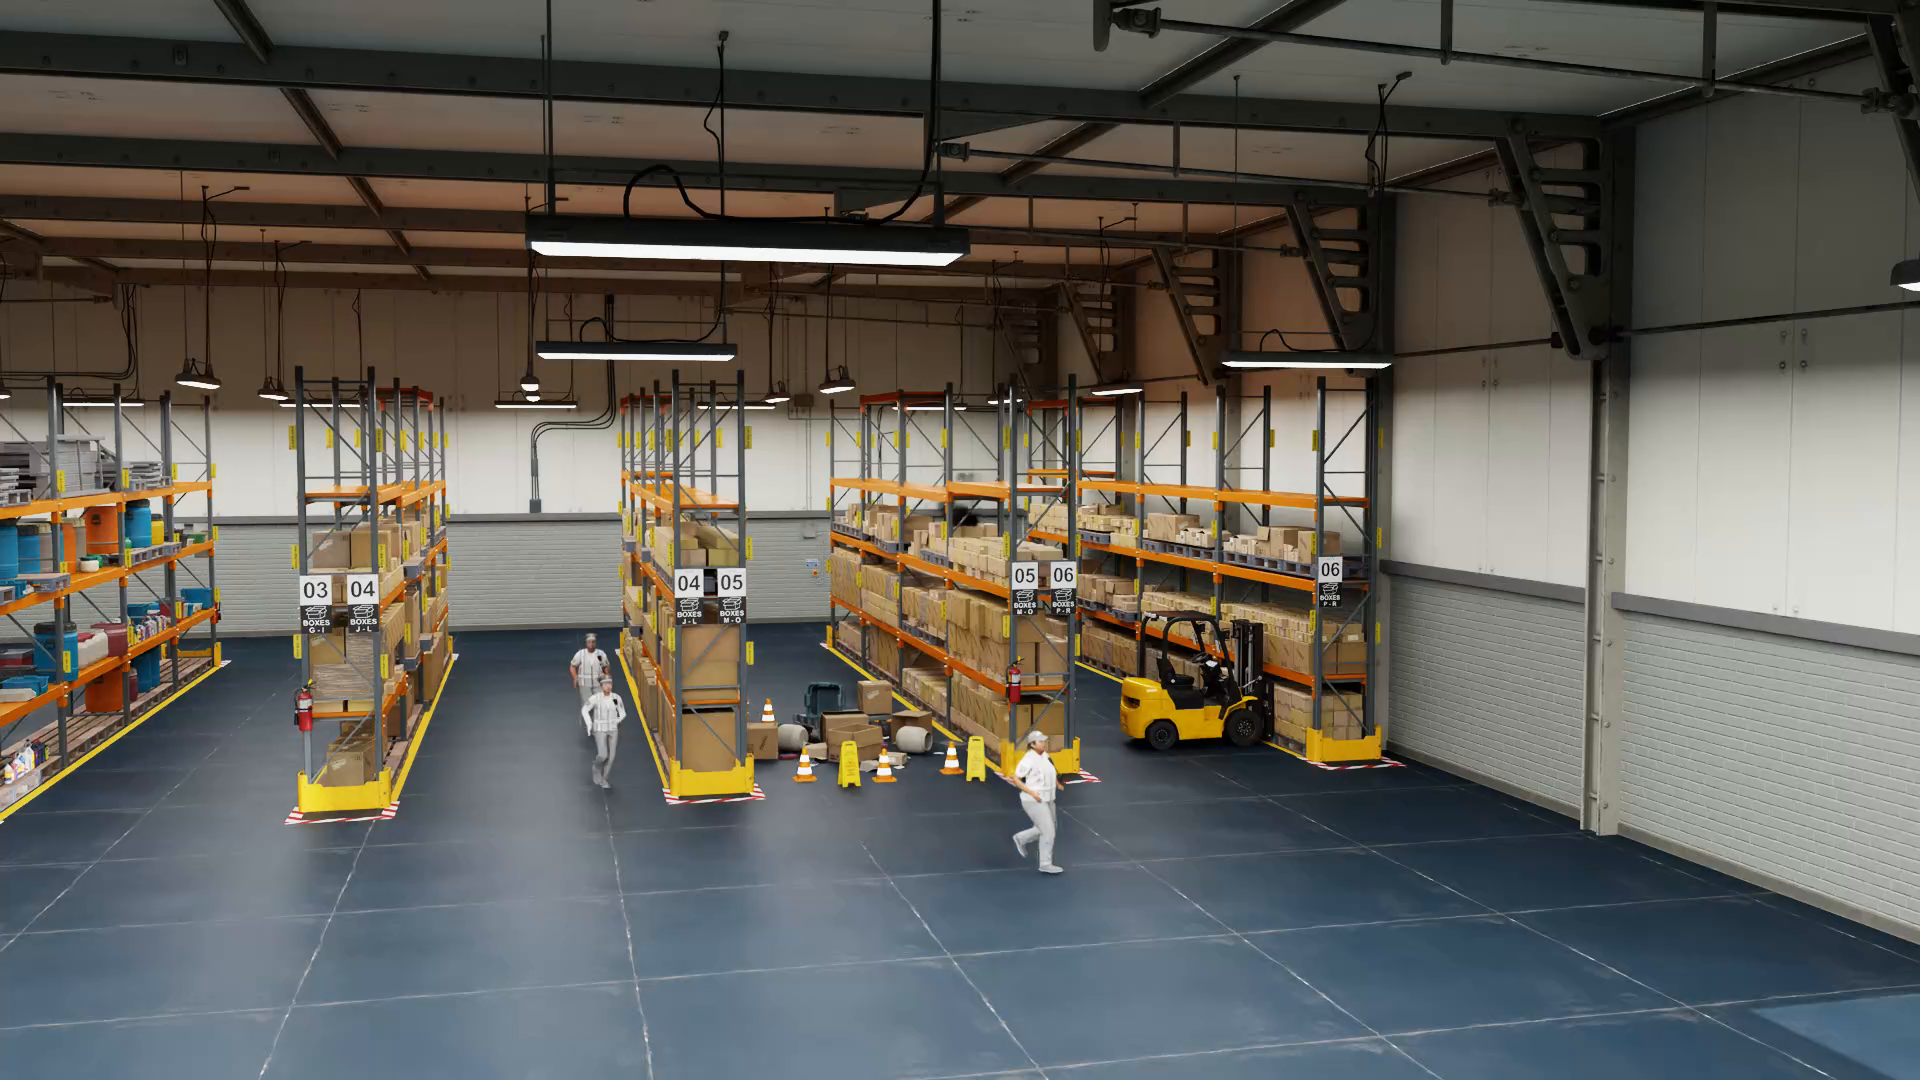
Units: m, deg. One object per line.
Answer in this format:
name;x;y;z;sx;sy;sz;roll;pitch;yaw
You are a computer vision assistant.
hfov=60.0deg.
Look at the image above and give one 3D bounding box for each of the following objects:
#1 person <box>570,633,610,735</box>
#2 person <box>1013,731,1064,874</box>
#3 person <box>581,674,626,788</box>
person;-6.258;2.449;28.228;0.658;1.739;0.591;-1;4;-20
person;0.883;3.032;19.381;0.737;1.624;0.616;2;4;33
person;-5.077;2.746;23.870;0.600;1.651;0.544;-2;4;-27
